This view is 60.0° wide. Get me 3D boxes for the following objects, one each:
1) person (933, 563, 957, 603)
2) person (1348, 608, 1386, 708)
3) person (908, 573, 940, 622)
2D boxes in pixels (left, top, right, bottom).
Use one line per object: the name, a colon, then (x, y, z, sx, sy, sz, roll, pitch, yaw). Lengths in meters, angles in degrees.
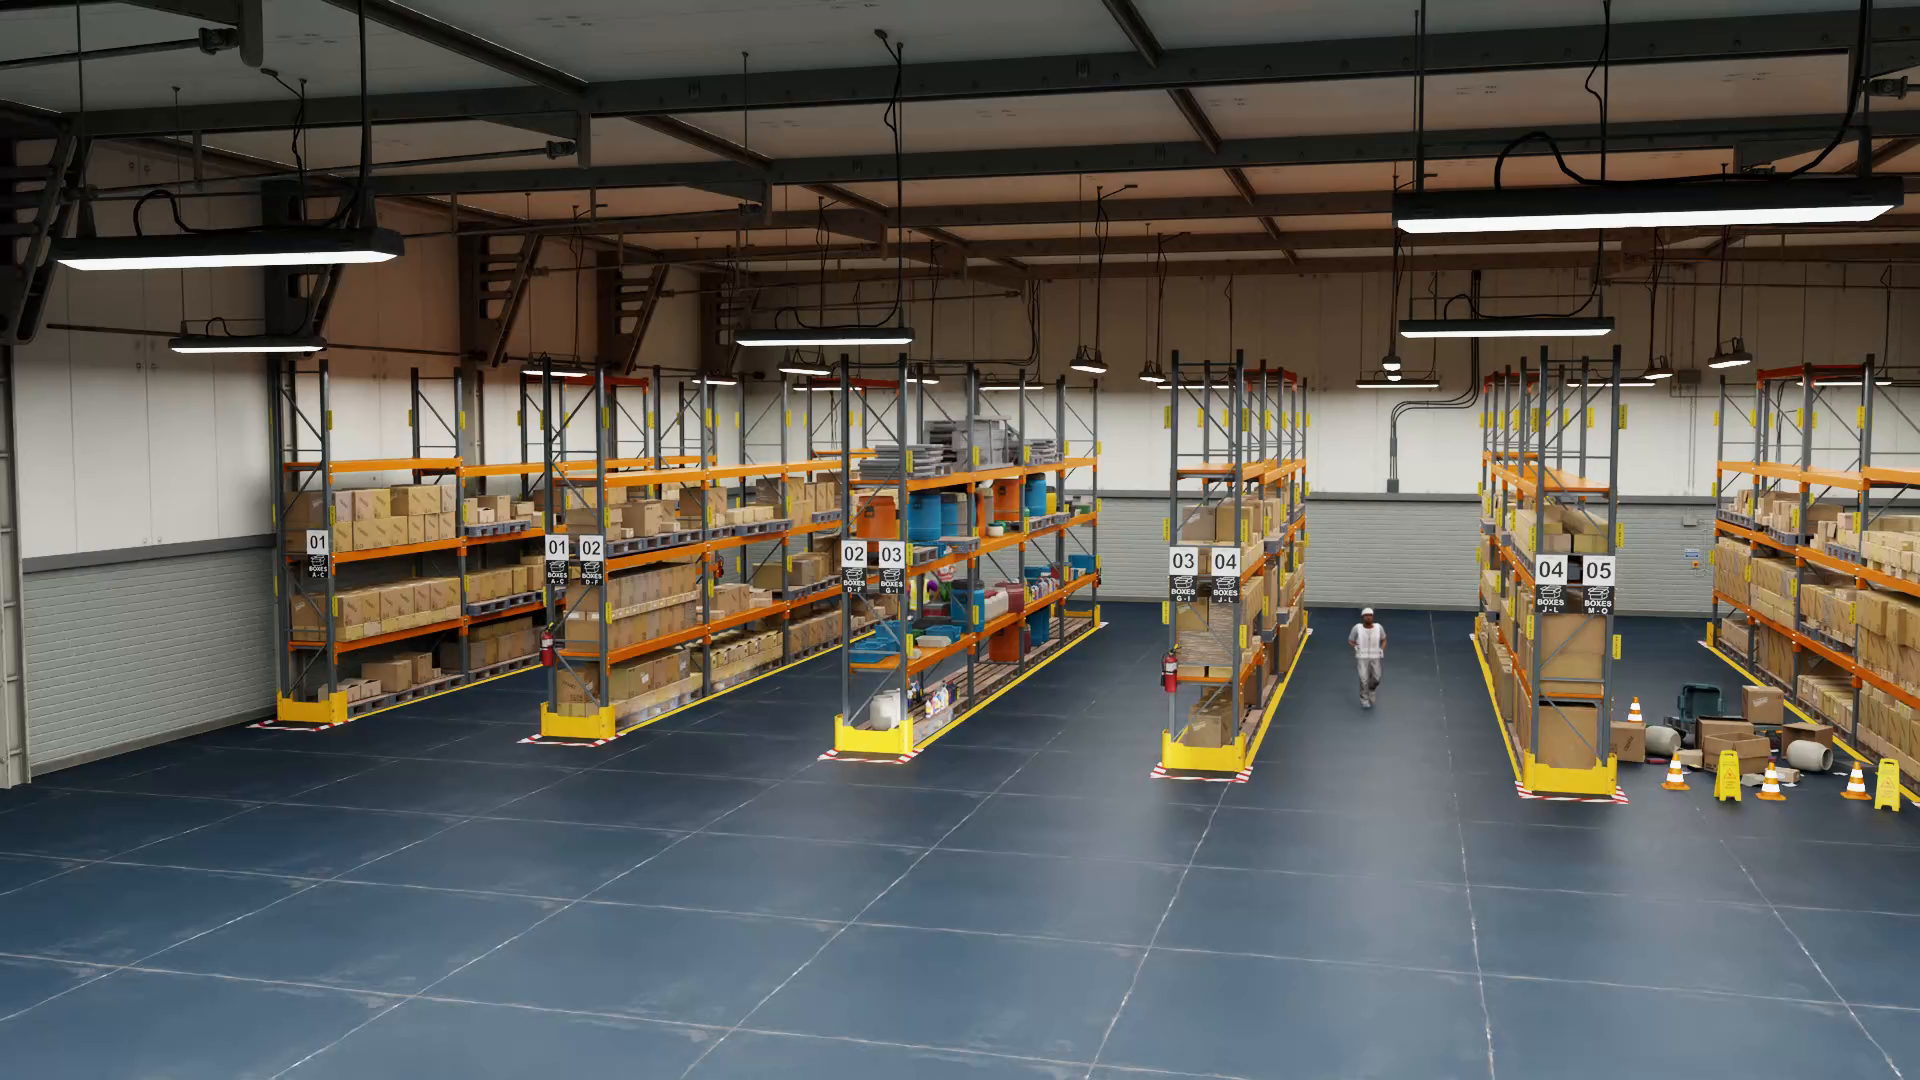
person: (-0.389, 1.089, 42.267, 0.643, 1.841, 0.698, -1, 4, -11)
person: (7.095, 2.053, 28.909, 0.675, 1.735, 0.610, 0, 4, 5)
person: (-0.815, 1.462, 33.457, 0.672, 1.888, 0.746, 1, 4, 20)
